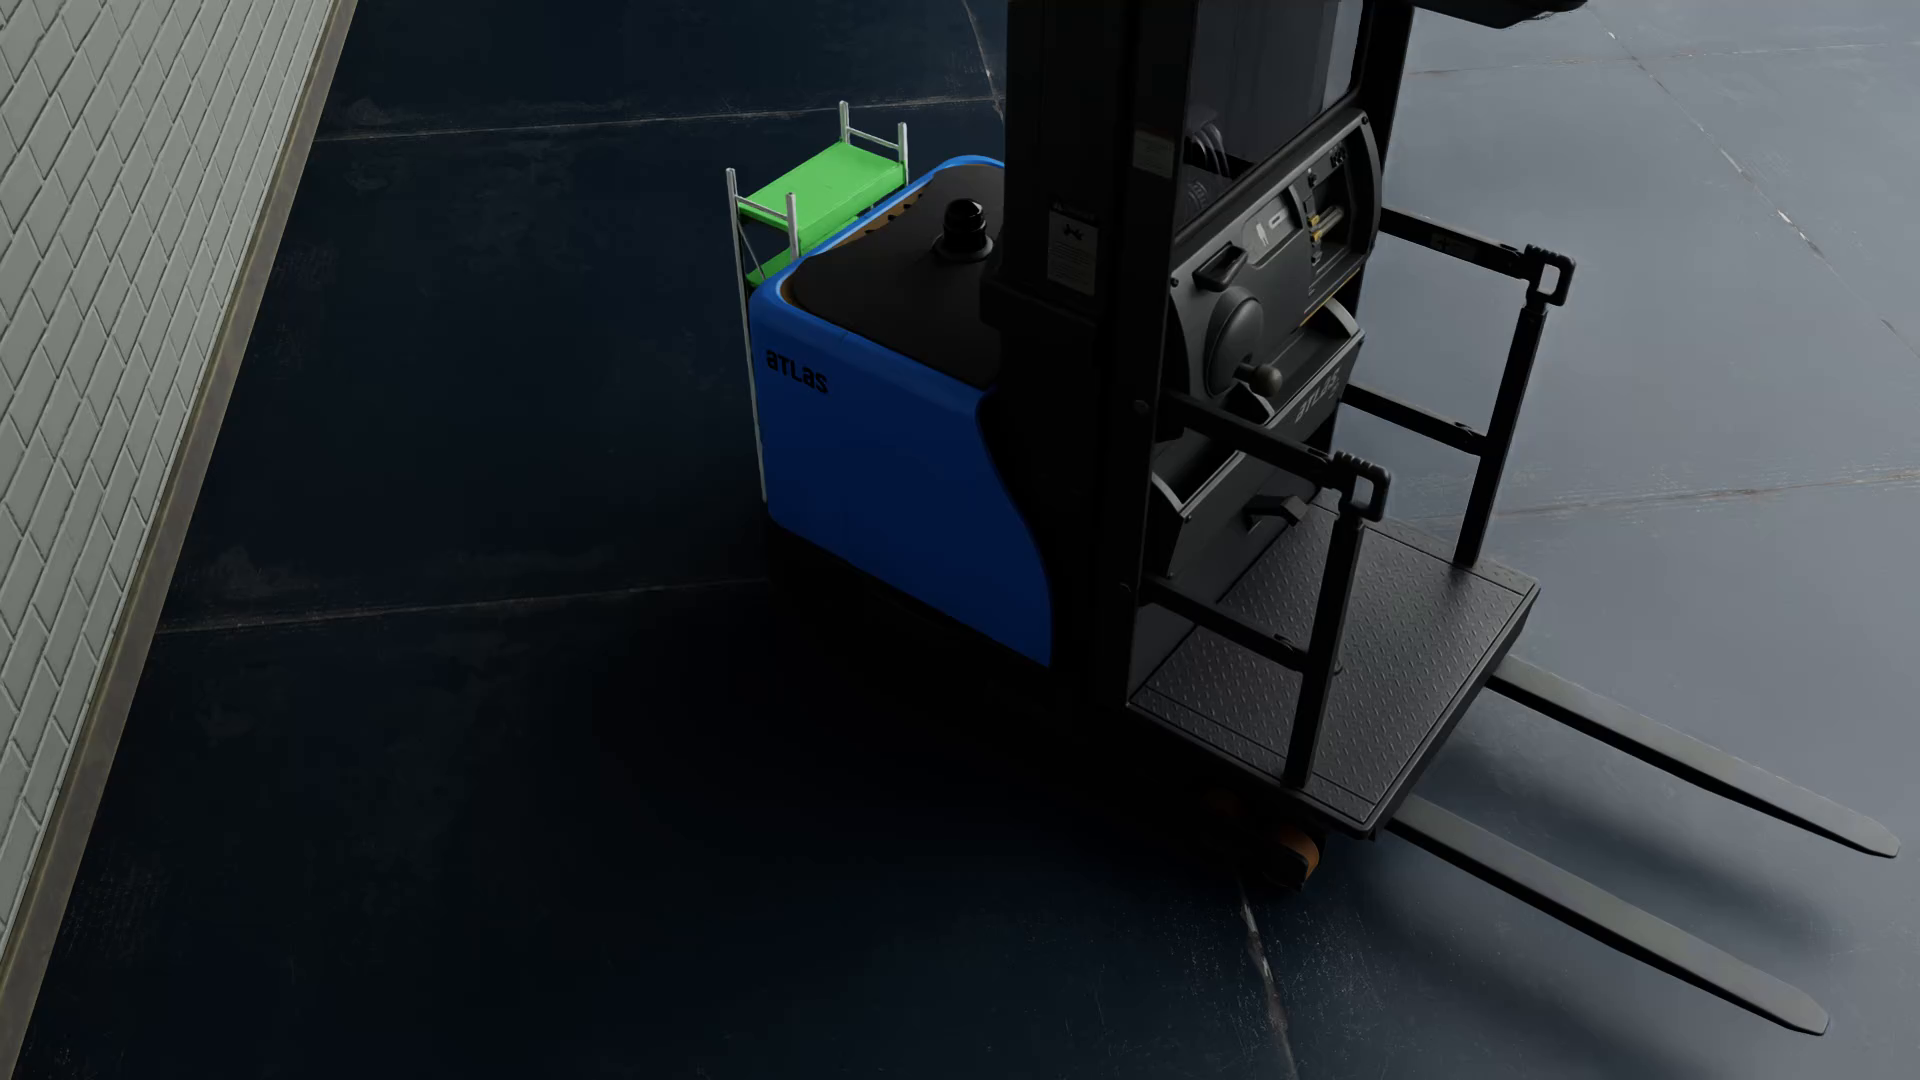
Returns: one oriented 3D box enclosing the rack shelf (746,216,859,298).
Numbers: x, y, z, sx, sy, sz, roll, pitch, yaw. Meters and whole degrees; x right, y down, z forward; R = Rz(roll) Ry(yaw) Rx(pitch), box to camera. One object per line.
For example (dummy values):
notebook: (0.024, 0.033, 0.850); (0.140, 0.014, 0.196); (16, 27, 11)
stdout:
rack shelf: (-0.398, -0.793, 4.969); (0.258, 0.148, 0.480); (26, 48, 27)

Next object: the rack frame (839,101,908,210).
rack frame: (-0.250, -0.793, 5.231); (0.240, 1.200, 0.015); (26, 48, 27)

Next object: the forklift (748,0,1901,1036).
forklift: (0.906, -0.607, 3.735); (3.031, 2.935, 1.130); (27, 48, 26)

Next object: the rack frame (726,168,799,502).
rack frame: (-0.543, -0.531, 4.941); (0.240, 1.200, 0.015); (26, 48, 27)

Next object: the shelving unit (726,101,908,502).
shelving unit: (-0.397, -0.662, 5.086); (0.258, 1.200, 0.503); (26, 48, 27)

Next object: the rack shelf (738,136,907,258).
rack shelf: (-0.399, -0.972, 4.809); (0.258, 0.148, 0.480); (26, 48, 27)
